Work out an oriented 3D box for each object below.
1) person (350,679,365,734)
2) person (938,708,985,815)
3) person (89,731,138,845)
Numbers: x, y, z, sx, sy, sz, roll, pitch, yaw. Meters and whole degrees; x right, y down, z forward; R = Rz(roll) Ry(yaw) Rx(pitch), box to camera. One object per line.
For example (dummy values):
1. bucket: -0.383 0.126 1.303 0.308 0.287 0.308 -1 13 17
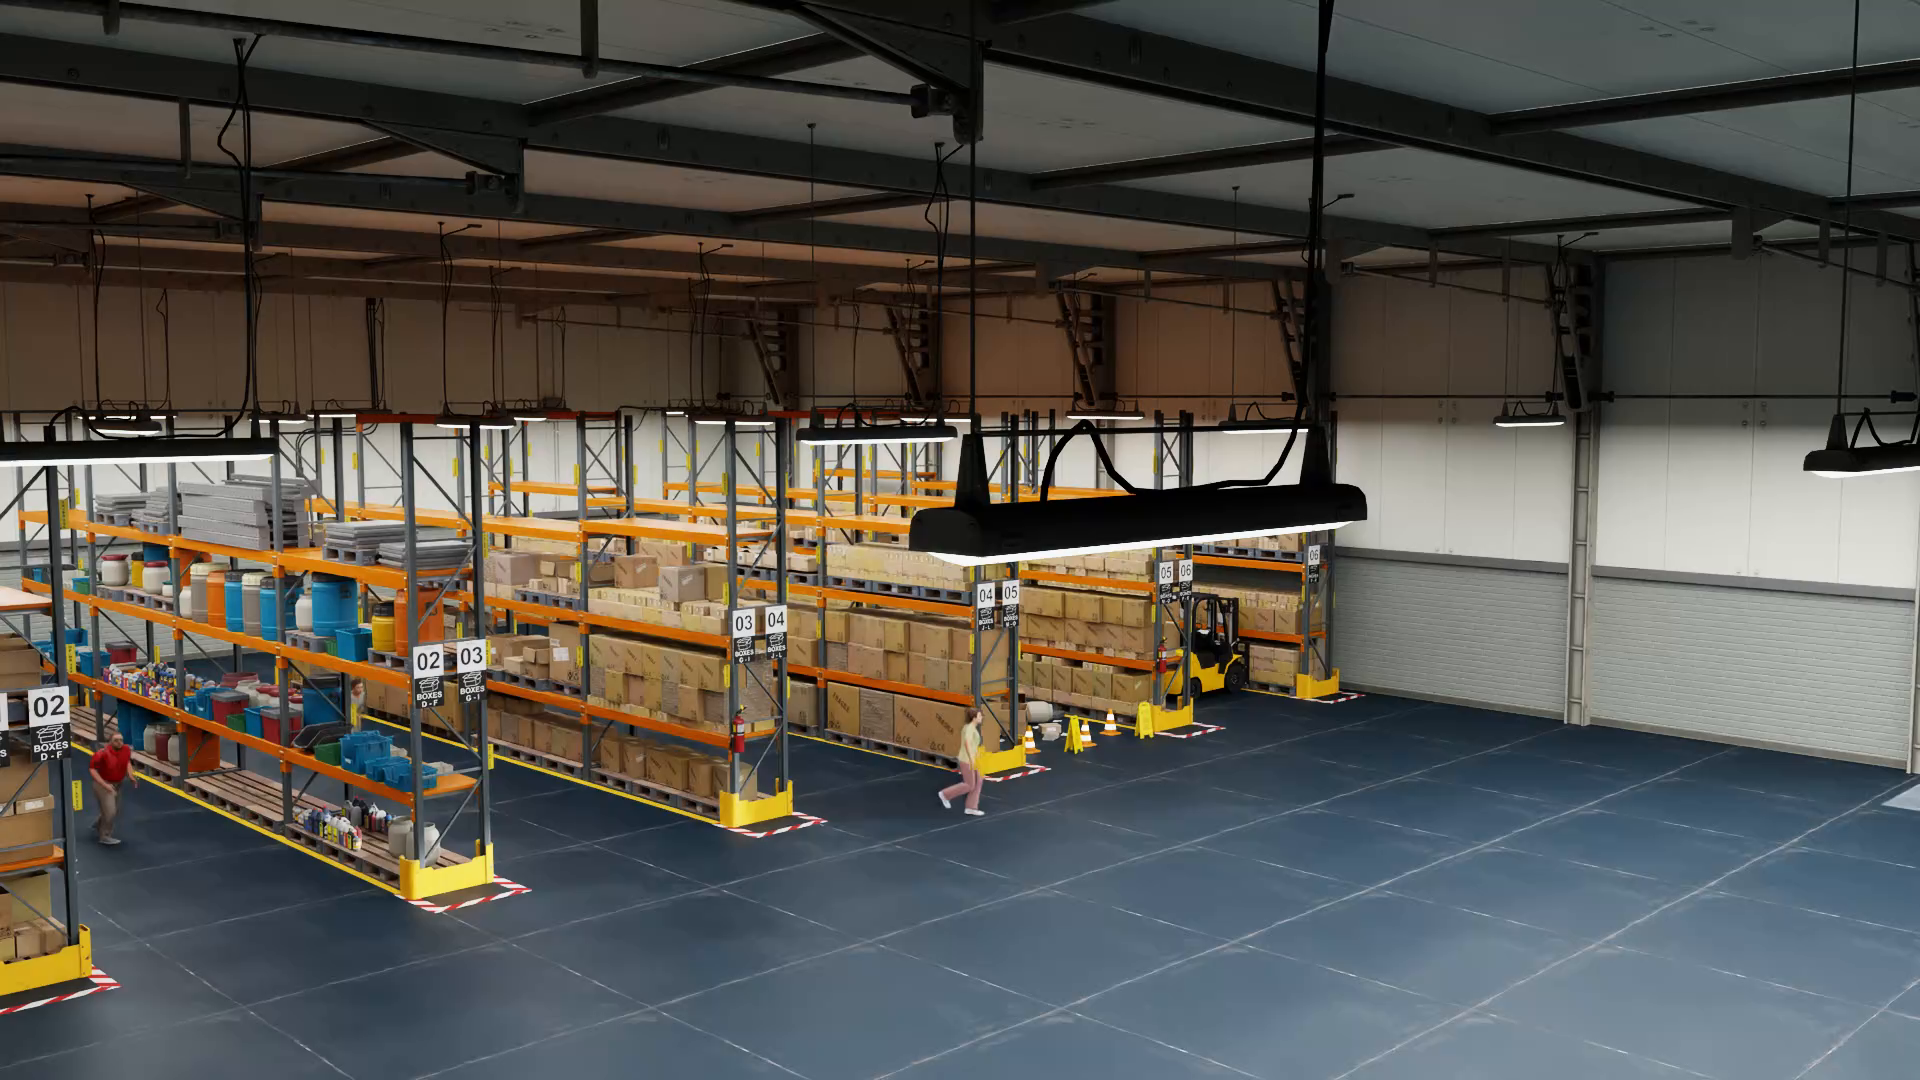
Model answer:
1. person: -10.489 3.099 28.509 0.815 1.517 0.545 2 5 23
2. person: 0.016 3.354 25.182 0.701 1.628 0.599 0 5 -5
3. person: -12.078 3.477 23.512 0.825 1.631 0.663 2 5 17
